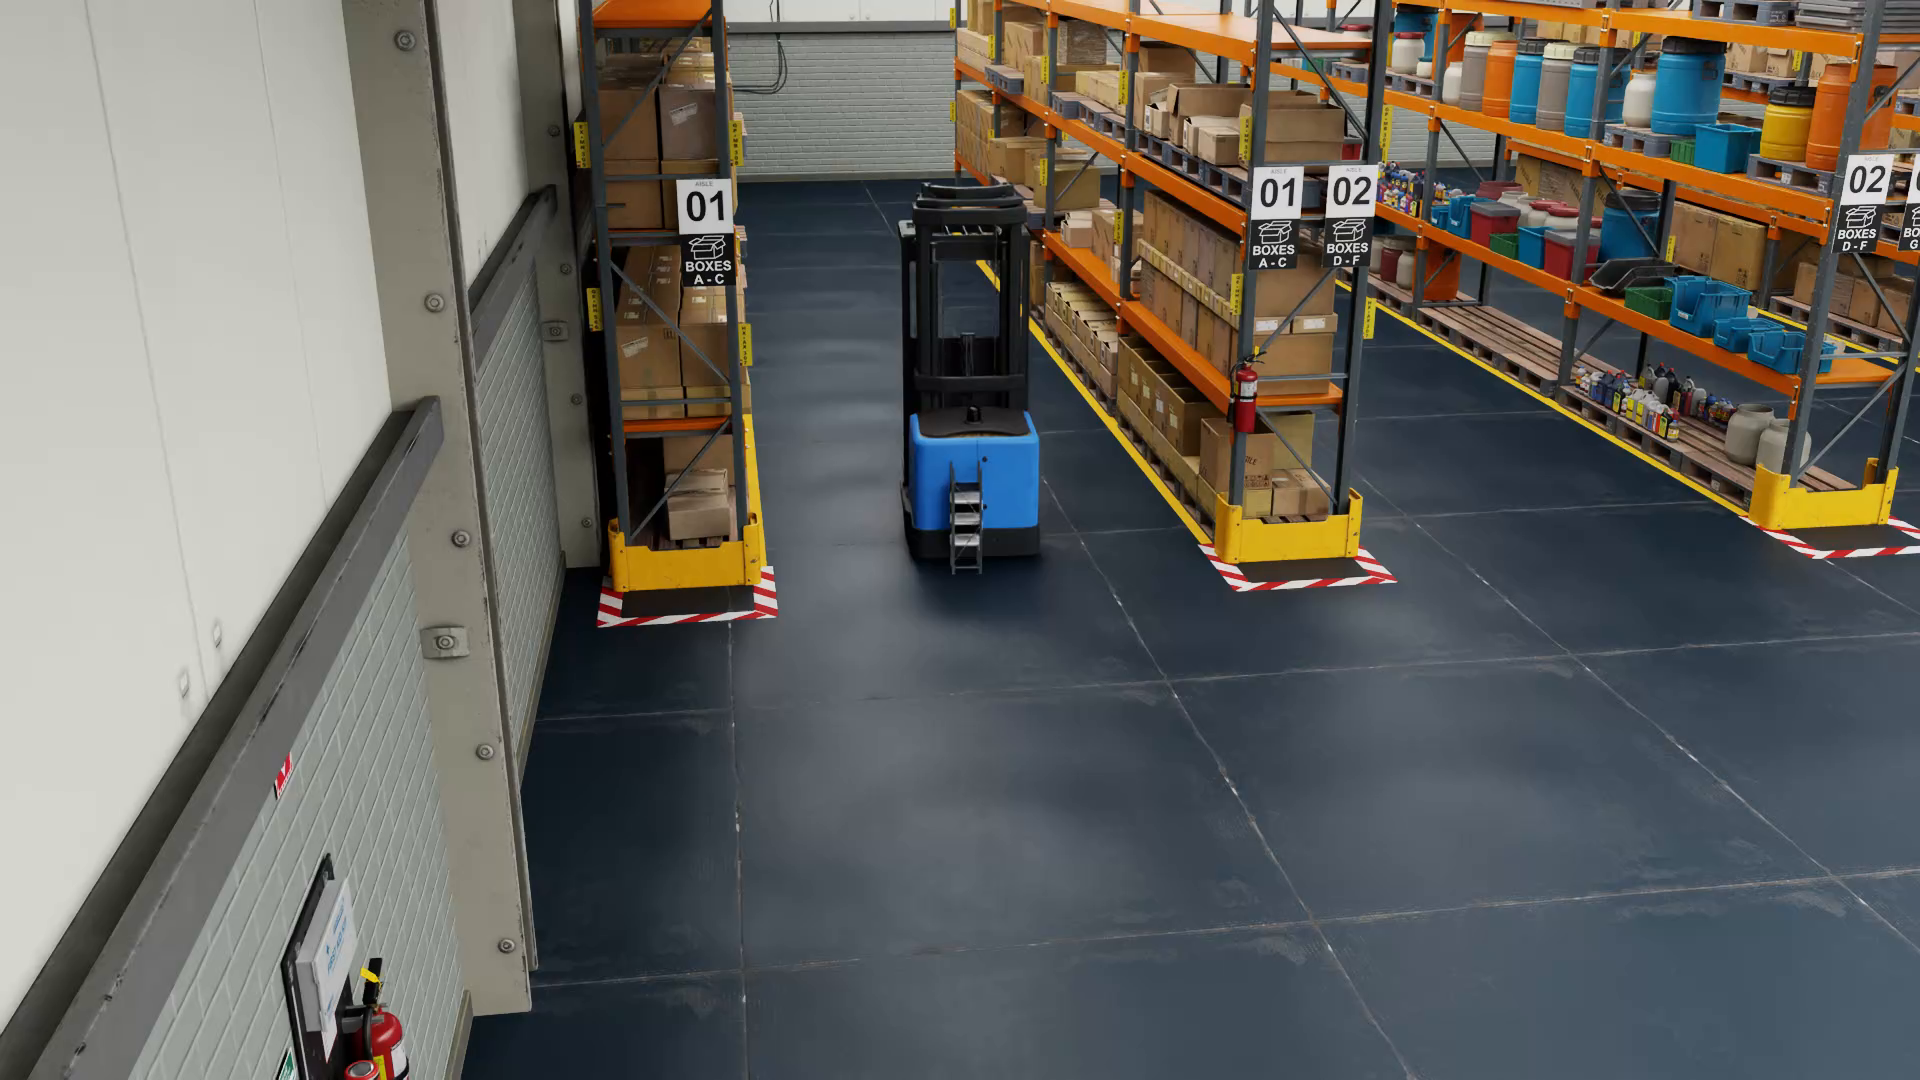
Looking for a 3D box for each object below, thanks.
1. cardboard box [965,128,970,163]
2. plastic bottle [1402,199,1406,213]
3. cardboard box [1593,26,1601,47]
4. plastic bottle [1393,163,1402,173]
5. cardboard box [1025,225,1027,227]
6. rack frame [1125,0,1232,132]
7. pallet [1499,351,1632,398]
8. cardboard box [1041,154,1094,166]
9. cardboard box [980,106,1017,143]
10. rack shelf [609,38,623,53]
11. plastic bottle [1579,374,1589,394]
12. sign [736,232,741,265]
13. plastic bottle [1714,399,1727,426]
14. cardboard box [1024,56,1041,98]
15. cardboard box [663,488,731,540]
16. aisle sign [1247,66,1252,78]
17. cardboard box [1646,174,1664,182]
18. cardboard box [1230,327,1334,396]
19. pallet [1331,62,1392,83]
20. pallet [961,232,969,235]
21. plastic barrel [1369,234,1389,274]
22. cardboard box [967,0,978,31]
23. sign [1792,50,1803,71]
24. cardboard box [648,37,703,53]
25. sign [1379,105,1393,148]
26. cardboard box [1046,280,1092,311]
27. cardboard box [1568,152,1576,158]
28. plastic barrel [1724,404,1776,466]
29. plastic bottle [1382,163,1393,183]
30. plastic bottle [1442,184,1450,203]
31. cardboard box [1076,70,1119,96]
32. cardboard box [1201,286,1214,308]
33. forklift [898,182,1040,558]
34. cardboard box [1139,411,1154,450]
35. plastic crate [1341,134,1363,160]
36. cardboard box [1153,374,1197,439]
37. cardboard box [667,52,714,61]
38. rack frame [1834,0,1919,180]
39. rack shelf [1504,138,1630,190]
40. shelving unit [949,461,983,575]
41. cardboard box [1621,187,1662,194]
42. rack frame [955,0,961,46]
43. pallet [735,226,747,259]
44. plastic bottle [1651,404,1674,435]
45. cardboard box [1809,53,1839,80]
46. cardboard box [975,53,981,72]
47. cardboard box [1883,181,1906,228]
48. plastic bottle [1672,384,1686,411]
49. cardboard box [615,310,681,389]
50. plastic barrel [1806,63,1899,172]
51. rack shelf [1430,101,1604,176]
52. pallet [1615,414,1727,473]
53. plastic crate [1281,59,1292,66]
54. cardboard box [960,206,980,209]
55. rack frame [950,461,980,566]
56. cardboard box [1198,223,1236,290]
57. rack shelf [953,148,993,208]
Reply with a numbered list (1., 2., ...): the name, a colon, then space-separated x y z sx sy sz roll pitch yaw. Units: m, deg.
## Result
1. cardboard box: 0.370 -6.373 26.849 0.500 0.500 0.500 -3 21 -8
2. plastic bottle: 5.961 -4.470 22.182 0.097 0.201 0.097 0 20 0
3. cardboard box: 10.553 -8.109 26.466 0.700 0.500 0.500 -2 21 -5
4. plastic bottle: 6.380 -5.320 24.244 0.144 0.351 0.185 -3 21 -8
5. cardboard box: 0.967 -4.321 23.370 0.500 0.250 0.500 -3 21 -8
6. rack frame: 2.148 -5.501 16.083 1.000 3.000 0.127 -3 21 -8
7. pallet: 6.898 -1.903 19.009 1.003 0.211 1.213 -3 21 -8
8. cardboard box: 1.426 -4.858 22.192 0.700 0.500 0.500 1 20 2
9. cardboard box: 0.589 -6.315 25.265 0.500 0.500 0.500 -3 21 -9
10. rack shelf: -3.042 -5.418 17.461 1.077 0.370 4.000 -3 21 -8
11. plastic bottle: 6.677 -1.667 17.762 0.097 0.201 0.097 0 20 0
12. sign: -2.218 -2.875 16.389 0.100 0.325 0.005 -3 21 -8
13. plastic bottle: 7.610 -1.279 16.624 0.097 0.271 0.097 0 20 0
14. cardboard box: 1.327 -6.034 21.653 0.910 0.500 0.500 -3 21 -8
15. cardboard box: -2.188 -0.245 13.799 0.500 0.311 0.500 -5 21 -14
16. aisle sign: 5.016 -8.322 28.494 0.394 0.787 0.004 -3 21 -8
17. cardboard box: 10.690 -5.660 24.940 0.500 0.500 0.500 -3 21 -8
18. cardboard box: 2.670 -1.515 13.842 0.700 0.500 0.500 -3 21 -8
19. pallet: 6.107 -6.759 24.009 1.213 0.211 1.003 -3 21 -8
20. pallet: 0.545 -5.237 27.936 1.003 0.211 1.213 -3 21 -8
21. plastic barrel: 6.053 -4.106 23.878 0.421 0.512 0.421 0 20 0
22. cardboard box: 0.497 -8.411 26.591 0.700 0.500 0.500 -3 21 -8
23. sign: 10.824 -6.233 21.479 0.100 0.325 0.005 -3 21 -8
24. cardboard box: -3.744 -6.368 21.919 0.700 0.500 0.500 -3 21 -9
25. sign: 3.275 -3.183 12.803 0.100 0.325 0.005 -3 21 -8
26. cardboard box: 1.356 -3.051 20.625 0.500 0.311 0.500 -2 21 -6
27. cardboard box: 10.244 -6.375 27.357 0.380 0.149 0.250 -3 21 -9
28. plastic barrel: 7.384 -0.983 15.517 0.421 0.512 0.421 0 20 0
29. plastic bottle: 6.237 -5.313 24.224 0.144 0.351 0.185 -3 21 -8
30. plastic bottle: 6.657 -4.724 22.745 0.061 0.283 0.133 -3 21 -8
31. cardboard box: 1.692 -5.453 19.856 0.500 0.250 0.500 -4 21 -12
32. cardboard box: 2.332 -2.136 14.579 0.380 0.149 0.250 -2 21 -6
33. forklift: 0.030 -1.697 14.570 1.130 2.935 3.031 -1 21 -4
34. cardboard box: 2.049 -1.077 16.141 0.500 0.250 0.500 -3 21 -8
35. plastic crate: 6.016 -6.089 26.054 0.402 0.464 0.583 -3 21 -8
36. cardboard box: 2.123 -1.255 15.547 0.500 0.500 0.500 -3 21 -8
37. cardboard box: -2.413 -4.209 15.312 0.500 0.500 0.500 -5 21 -12
38. rack frame: 7.627 -4.365 13.041 1.000 3.000 0.127 -3 21 -8
39. rack shelf: 10.510 -6.314 27.863 1.077 0.370 4.000 -3 21 -8
40. shelving unit: 0.048 -0.175 13.400 0.258 0.900 0.210 -1 21 -4
41. cardboard box: 10.910 -4.940 25.591 1.225 0.875 0.875 -3 21 -8
42. rack frame: 0.418 -9.656 27.207 1.000 3.000 0.127 -3 21 -8
43. pallet: -3.122 -3.493 19.556 1.213 0.211 1.003 -3 21 -8
44. plastic bottle: 6.919 -1.187 16.371 0.152 0.276 0.135 -3 21 -7
45. cardboard box: 11.188 -6.084 21.075 0.500 0.500 0.500 -3 21 -7
46. cardboard box: 0.519 -7.297 25.393 0.500 0.250 0.500 -3 21 -8
47. cardboard box: 11.610 -4.030 19.970 0.797 0.503 0.637 -1 20 -2
48. plastic bottle: 7.405 -1.472 17.124 0.061 0.283 0.133 -3 21 -8
49. cardboard box: -2.455 -1.497 13.052 0.500 0.500 0.500 -3 21 -8
50. plastic barrel: 7.431 -3.519 13.850 0.600 0.830 0.708 -3 21 -8
51. rack shelf: 6.762 -4.700 19.253 1.077 0.370 4.000 -3 21 -8
52. pallet: 7.285 -0.975 16.525 1.003 0.211 1.213 -3 21 -8
53. plastic crate: 5.334 -7.661 26.322 0.437 0.282 0.530 -3 21 -8
54. cardboard box: 0.288 -5.388 27.655 0.500 0.250 0.500 -3 21 -8
55. rack frame: 0.041 -0.211 13.495 0.240 0.900 0.006 -1 21 -4
56. cardboard box: 2.508 -2.497 14.618 0.700 0.500 0.500 -3 21 -8
57. rack shelf: 0.706 -5.816 26.529 1.077 0.370 4.000 -3 21 -8
